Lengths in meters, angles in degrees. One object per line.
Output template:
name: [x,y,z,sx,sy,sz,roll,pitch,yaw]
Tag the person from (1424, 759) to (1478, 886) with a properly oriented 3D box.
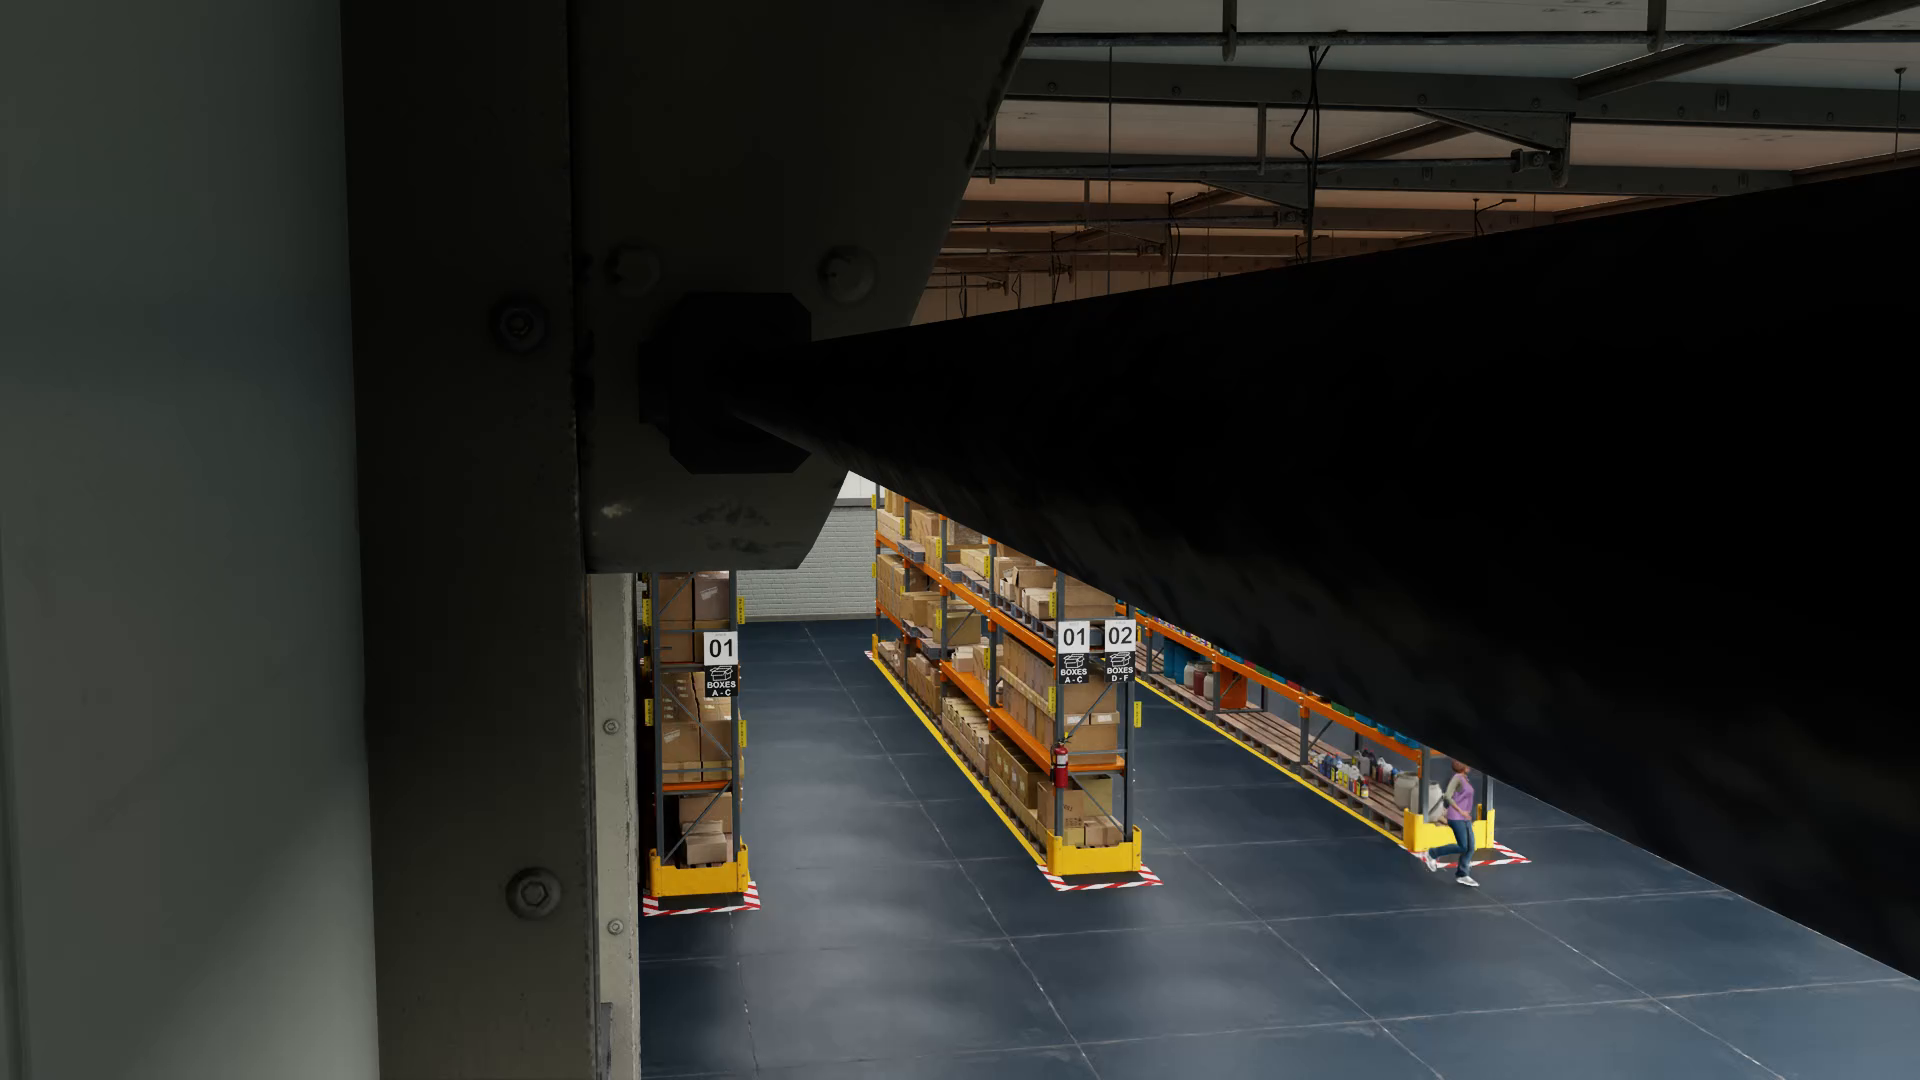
person: [6.172,3.455,20.654,0.670,1.544,0.598,4,7,31]
